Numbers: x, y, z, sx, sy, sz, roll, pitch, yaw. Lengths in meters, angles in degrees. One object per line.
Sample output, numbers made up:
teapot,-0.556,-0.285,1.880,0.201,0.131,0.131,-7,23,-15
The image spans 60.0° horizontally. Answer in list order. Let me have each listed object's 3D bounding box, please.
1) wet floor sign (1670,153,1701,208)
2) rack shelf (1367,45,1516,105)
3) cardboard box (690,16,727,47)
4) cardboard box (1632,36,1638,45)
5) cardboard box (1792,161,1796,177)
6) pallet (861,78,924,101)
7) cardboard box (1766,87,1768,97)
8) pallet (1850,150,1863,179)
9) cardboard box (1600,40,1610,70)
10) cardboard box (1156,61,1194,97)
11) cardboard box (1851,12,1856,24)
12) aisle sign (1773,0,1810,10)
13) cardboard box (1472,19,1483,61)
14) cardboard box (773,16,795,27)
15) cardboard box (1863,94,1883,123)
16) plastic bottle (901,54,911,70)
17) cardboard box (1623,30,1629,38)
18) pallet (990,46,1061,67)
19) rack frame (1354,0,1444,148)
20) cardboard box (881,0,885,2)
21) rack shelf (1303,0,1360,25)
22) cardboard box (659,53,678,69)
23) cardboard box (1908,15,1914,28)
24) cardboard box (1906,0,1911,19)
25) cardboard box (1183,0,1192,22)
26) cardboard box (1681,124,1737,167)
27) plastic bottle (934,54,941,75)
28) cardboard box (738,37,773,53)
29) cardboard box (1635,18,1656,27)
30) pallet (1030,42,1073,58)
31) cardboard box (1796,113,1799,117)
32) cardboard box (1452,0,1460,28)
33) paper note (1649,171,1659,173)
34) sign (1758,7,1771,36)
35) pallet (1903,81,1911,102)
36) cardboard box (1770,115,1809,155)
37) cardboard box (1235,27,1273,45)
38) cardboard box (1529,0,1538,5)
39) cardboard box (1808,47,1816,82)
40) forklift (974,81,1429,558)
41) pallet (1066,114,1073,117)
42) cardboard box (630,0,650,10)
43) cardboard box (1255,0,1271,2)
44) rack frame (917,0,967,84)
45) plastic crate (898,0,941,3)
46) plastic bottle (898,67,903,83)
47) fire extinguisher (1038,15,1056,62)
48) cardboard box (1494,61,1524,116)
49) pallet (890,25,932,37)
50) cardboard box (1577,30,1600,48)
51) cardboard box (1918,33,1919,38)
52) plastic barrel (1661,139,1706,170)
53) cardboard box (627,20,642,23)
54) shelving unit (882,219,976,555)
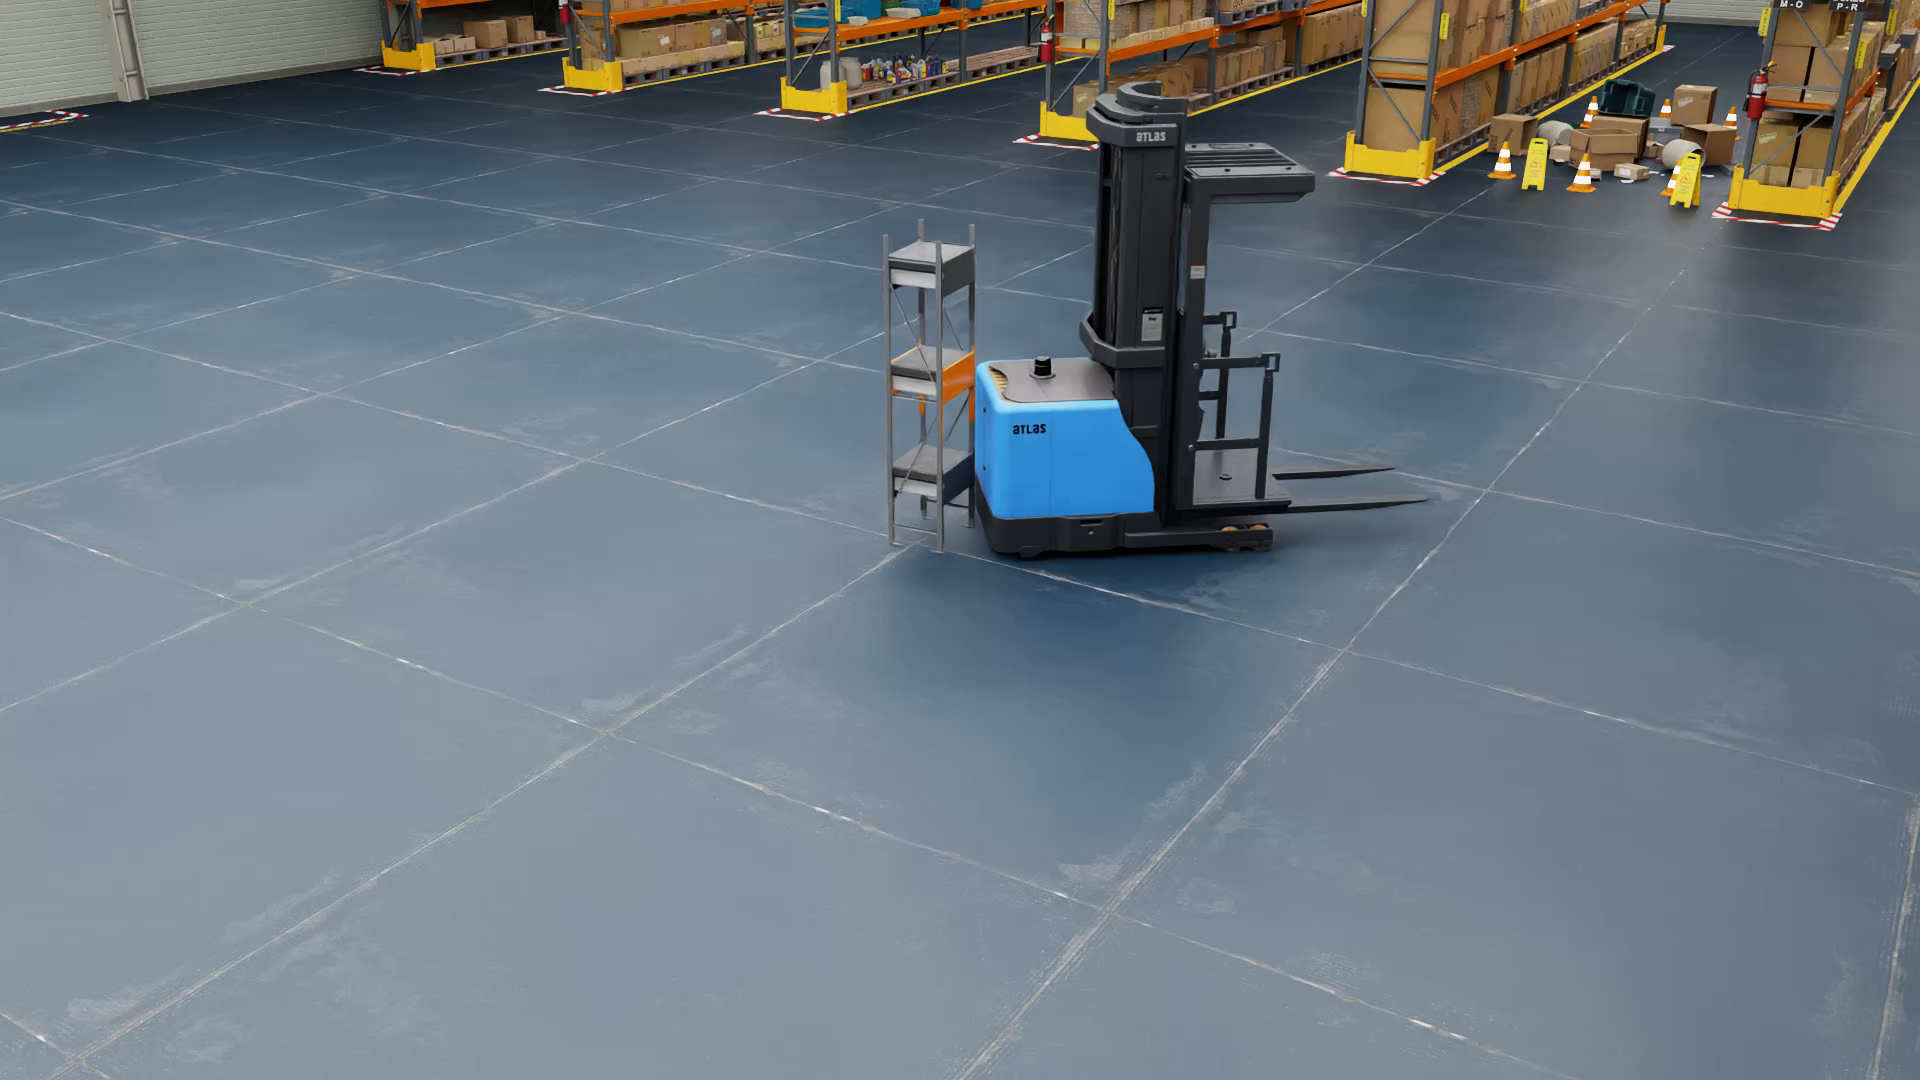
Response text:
wet floor sign,9.170,-4.540,20.926,0.232,0.644,0.267,-17,29,-35
rack shelf,6.976,-6.809,24.108,1.077,0.370,4.000,14,27,29
cardboard box,-4.877,-9.871,32.265,0.500,0.500,0.500,14,27,29
cardboard box,13.366,-10.035,33.339,0.380,0.149,0.250,14,27,29
cardboard box,10.657,-4.894,21.712,0.500,0.250,0.500,14,27,29
pallet,-1.370,-8.014,29.497,1.003,0.211,1.213,14,27,29
cardboard box,10.234,-5.625,20.784,0.380,0.149,0.250,14,27,28
pallet,11.965,-5.297,23.220,1.003,0.211,1.213,14,27,29
cardboard box,11.803,-9.084,31.076,0.500,0.500,0.500,13,27,28
cardboard box,3.625,-7.806,28.125,0.500,0.500,0.500,13,27,27
cardboard box,11.873,-7.349,22.691,0.700,0.500,0.500,14,27,28
aisle sign,9.900,-6.694,19.664,0.394,0.787,0.004,14,27,29
cardboard box,6.996,-7.208,23.935,0.875,0.550,0.500,14,27,29
cardboard box,-3.574,-10.583,34.147,0.500,0.311,0.500,13,27,27
cardboard box,13.710,-6.708,25.749,0.950,0.372,0.625,13,27,28
plastic bottle,-0.994,-8.696,30.342,0.144,0.351,0.185,14,27,29
cardboard box,13.014,-10.013,32.916,0.380,0.149,0.250,13,27,28
pallet,1.331,-9.742,33.489,1.003,0.211,1.213,14,27,29
rack frame,5.921,-6.464,22.406,1.000,3.000,0.127,14,27,29
cardboard box,-1.867,-11.909,37.576,0.500,0.500,0.500,13,27,27
rack shelf,7.035,-10.582,32.825,1.077,0.370,4.000,14,27,29
cardboard box,-5.657,-9.018,31.238,0.500,0.250,0.500,14,27,29
cardboard box,15.409,-8.557,27.430,0.500,0.250,0.500,15,28,31
cardboard box,14.396,-8.324,25.674,0.500,0.500,0.500,13,27,27
cardboard box,3.286,-8.770,27.231,0.875,0.500,0.500,14,27,29
cardboard box,10.568,-5.588,23.526,0.500,0.500,0.500,-7,24,-17
plastic bottle,-0.433,-8.634,30.199,0.144,0.351,0.185,13,27,28
cardboard box,-4.121,-9.980,33.460,0.500,0.250,0.500,13,27,28
cardboard box,14.296,-10.790,34.709,0.380,0.149,0.250,14,27,30
pallet,2.153,-10.271,34.709,1.003,0.211,1.213,14,27,29
cardboard box,10.652,-5.581,21.537,0.380,0.149,0.250,14,27,30
cardboard box,6.361,-7.350,22.905,0.875,0.550,0.550,14,27,29
paper note,9.562,-5.084,22.971,0.142,0.019,0.148,-17,29,-35
sign,9.718,-6.260,20.080,0.100,0.325,0.005,14,27,29
pallet,16.166,-7.955,29.360,1.003,0.211,1.213,14,27,29
cardboard box,10.653,-5.238,21.561,0.500,0.500,0.500,15,28,31
cardboard box,5.381,-9.223,30.427,0.500,0.250,0.500,17,29,35
cardboard box,8.824,-8.832,26.491,0.700,0.500,0.500,14,27,29
cardboard box,10.499,-6.052,20.954,0.500,0.500,0.500,14,27,29
forklift,1.652,-1.472,10.960,3.031,2.935,1.130,-3,24,-7
pallet,2.259,-6.550,26.115,1.003,0.211,1.213,14,27,29
cardboard box,-6.124,-9.994,30.433,0.700,0.500,0.500,15,27,30
cardboard box,5.330,-9.749,29.635,0.396,0.266,0.258,13,27,27
rack frame,-0.338,-9.925,30.402,1.000,3.000,0.127,14,27,29
plastic crate,-0.722,-9.747,30.067,0.767,0.338,0.504,14,27,29
plastic bottle,-1.046,-8.187,29.268,0.097,0.271,0.097,0,23,0
fire extinguisher,1.308,-7.560,25.035,0.296,0.674,0.183,14,27,29
cardboard box,8.282,-7.203,26.415,1.050,0.750,0.750,14,27,29
pallet,-1.364,-11.689,37.986,1.003,0.211,1.213,14,27,29
cardboard box,11.249,-9.071,30.102,0.500,0.250,0.500,14,27,29
cardboard box,18.356,-9.634,32.425,0.875,0.438,0.875,13,27,27
plastic barrel,9.983,-5.293,22.943,0.421,0.421,0.512,-7,24,-17
cardboard box,-7.589,-11.829,37.392,0.700,0.500,0.500,14,27,29
shelving unit,-0.192,-0.990,10.894,0.431,2.100,0.503,11,26,23
